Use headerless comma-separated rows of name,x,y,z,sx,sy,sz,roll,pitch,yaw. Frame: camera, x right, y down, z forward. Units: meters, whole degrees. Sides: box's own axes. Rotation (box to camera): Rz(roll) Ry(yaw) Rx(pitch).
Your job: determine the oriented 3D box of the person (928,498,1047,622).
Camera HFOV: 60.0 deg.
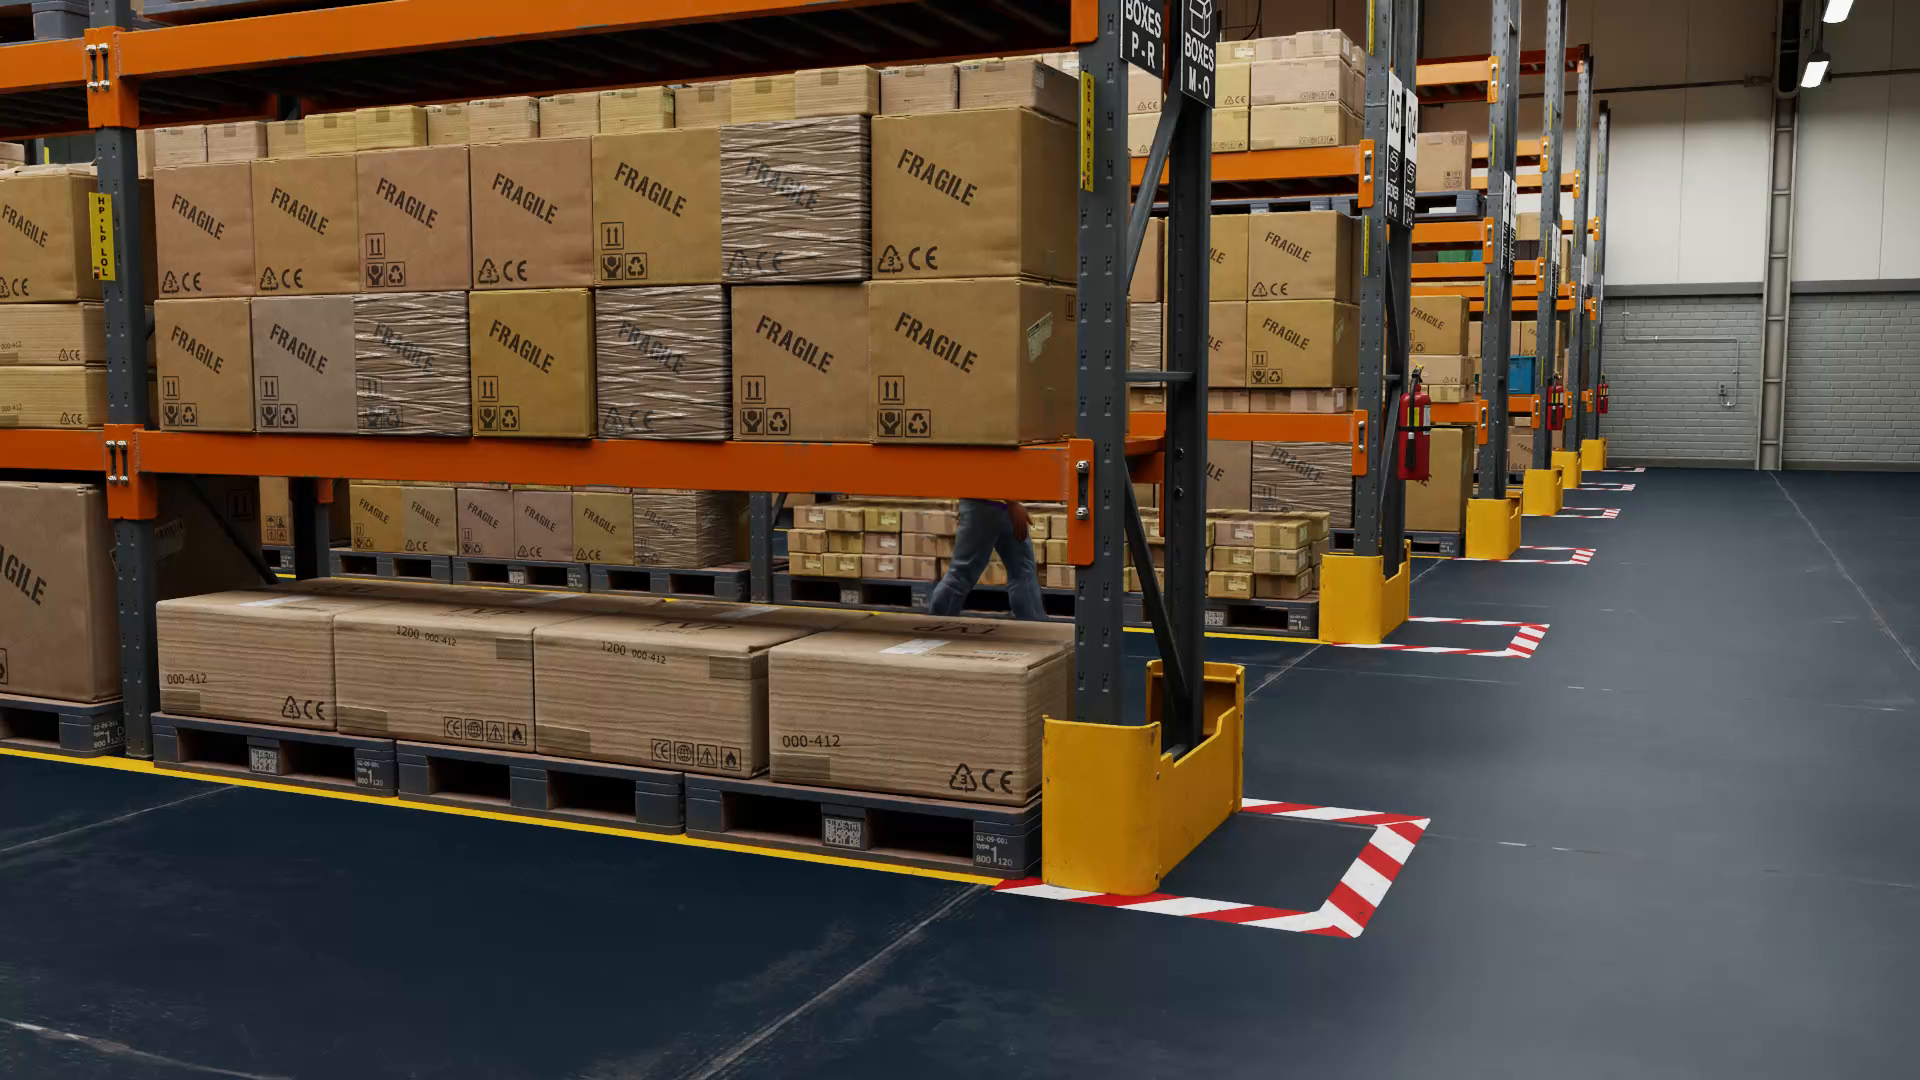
person,0.209,-0.199,8.443,0.879,1.734,0.605,0,6,3
